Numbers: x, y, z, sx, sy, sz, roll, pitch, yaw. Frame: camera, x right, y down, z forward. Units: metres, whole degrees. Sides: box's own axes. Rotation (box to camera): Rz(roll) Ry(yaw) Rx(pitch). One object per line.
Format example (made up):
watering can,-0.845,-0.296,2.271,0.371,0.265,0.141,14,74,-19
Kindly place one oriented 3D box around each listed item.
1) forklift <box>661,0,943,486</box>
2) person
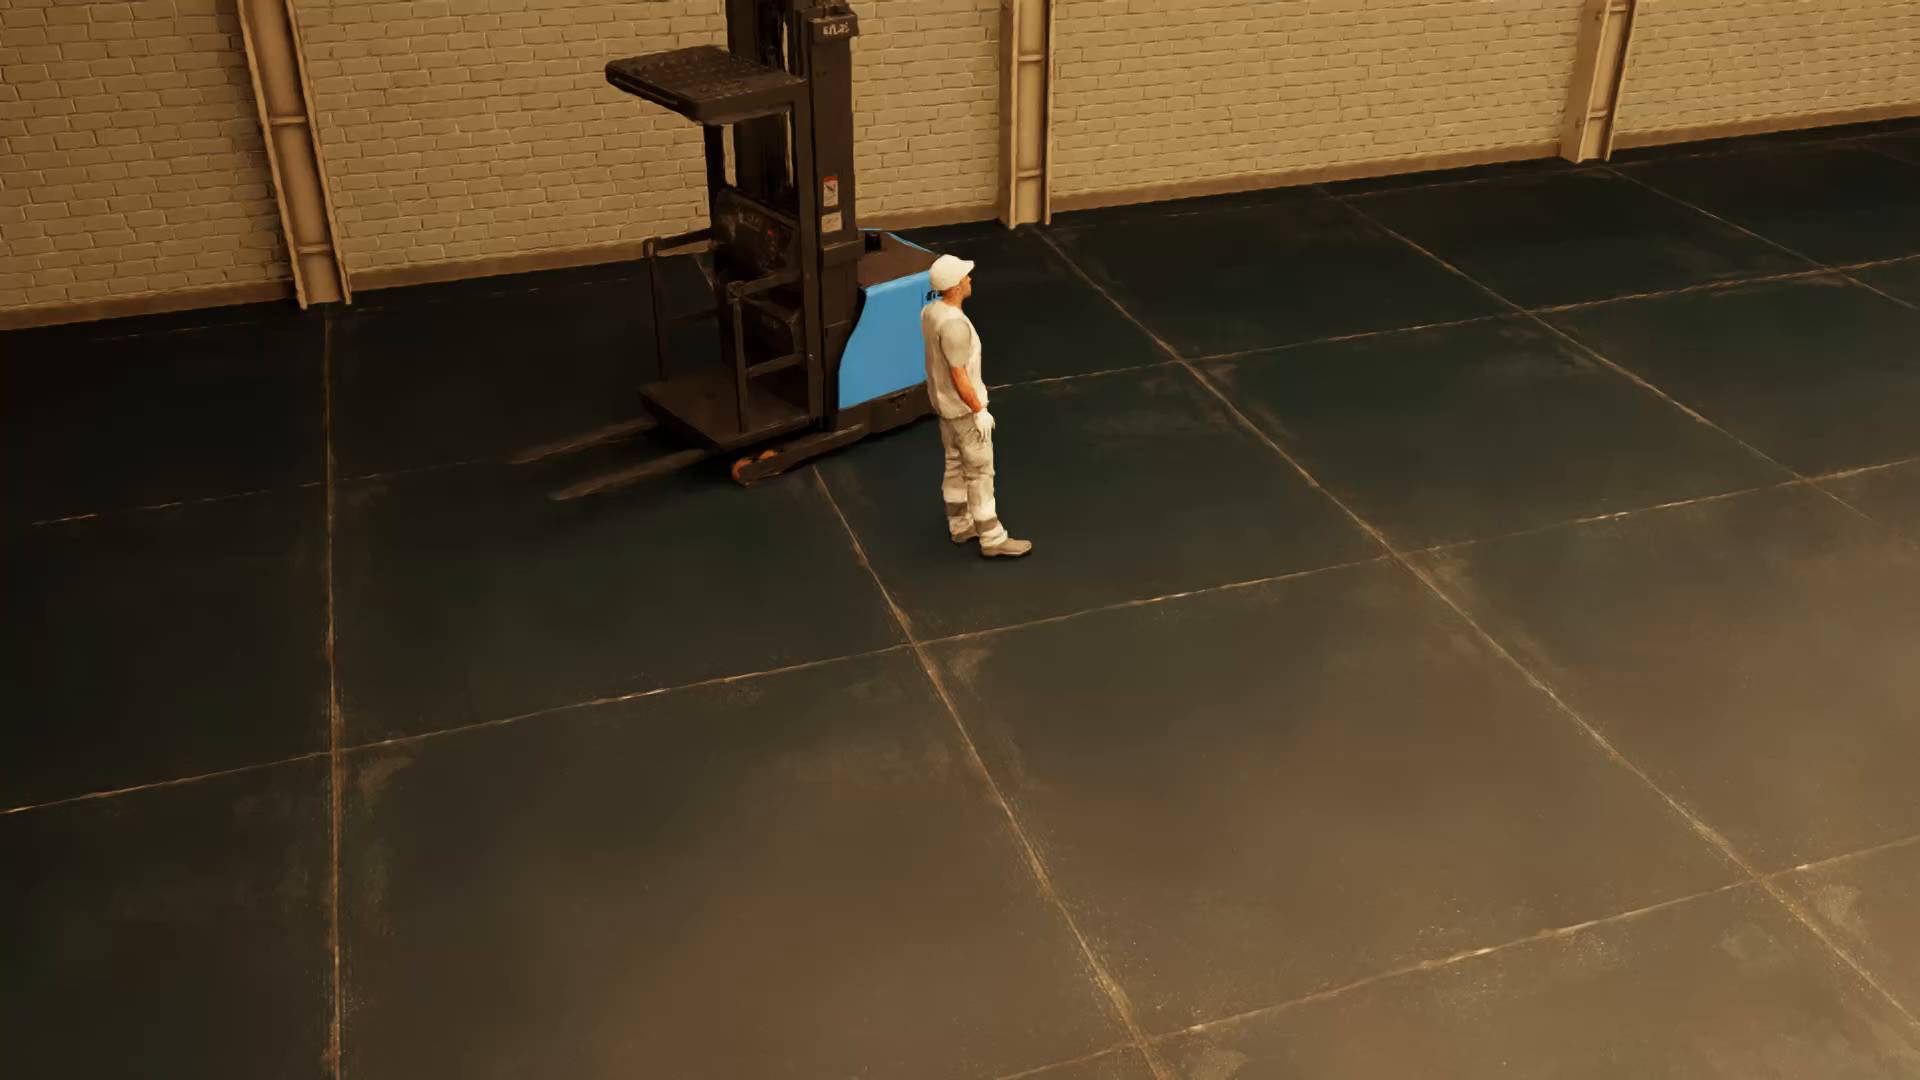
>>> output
forklift,-1.461,-1.915,10.415,3.031,2.935,1.130,-22,36,-33
person,0.013,-0.800,9.557,0.423,1.736,0.637,-10,31,-16
